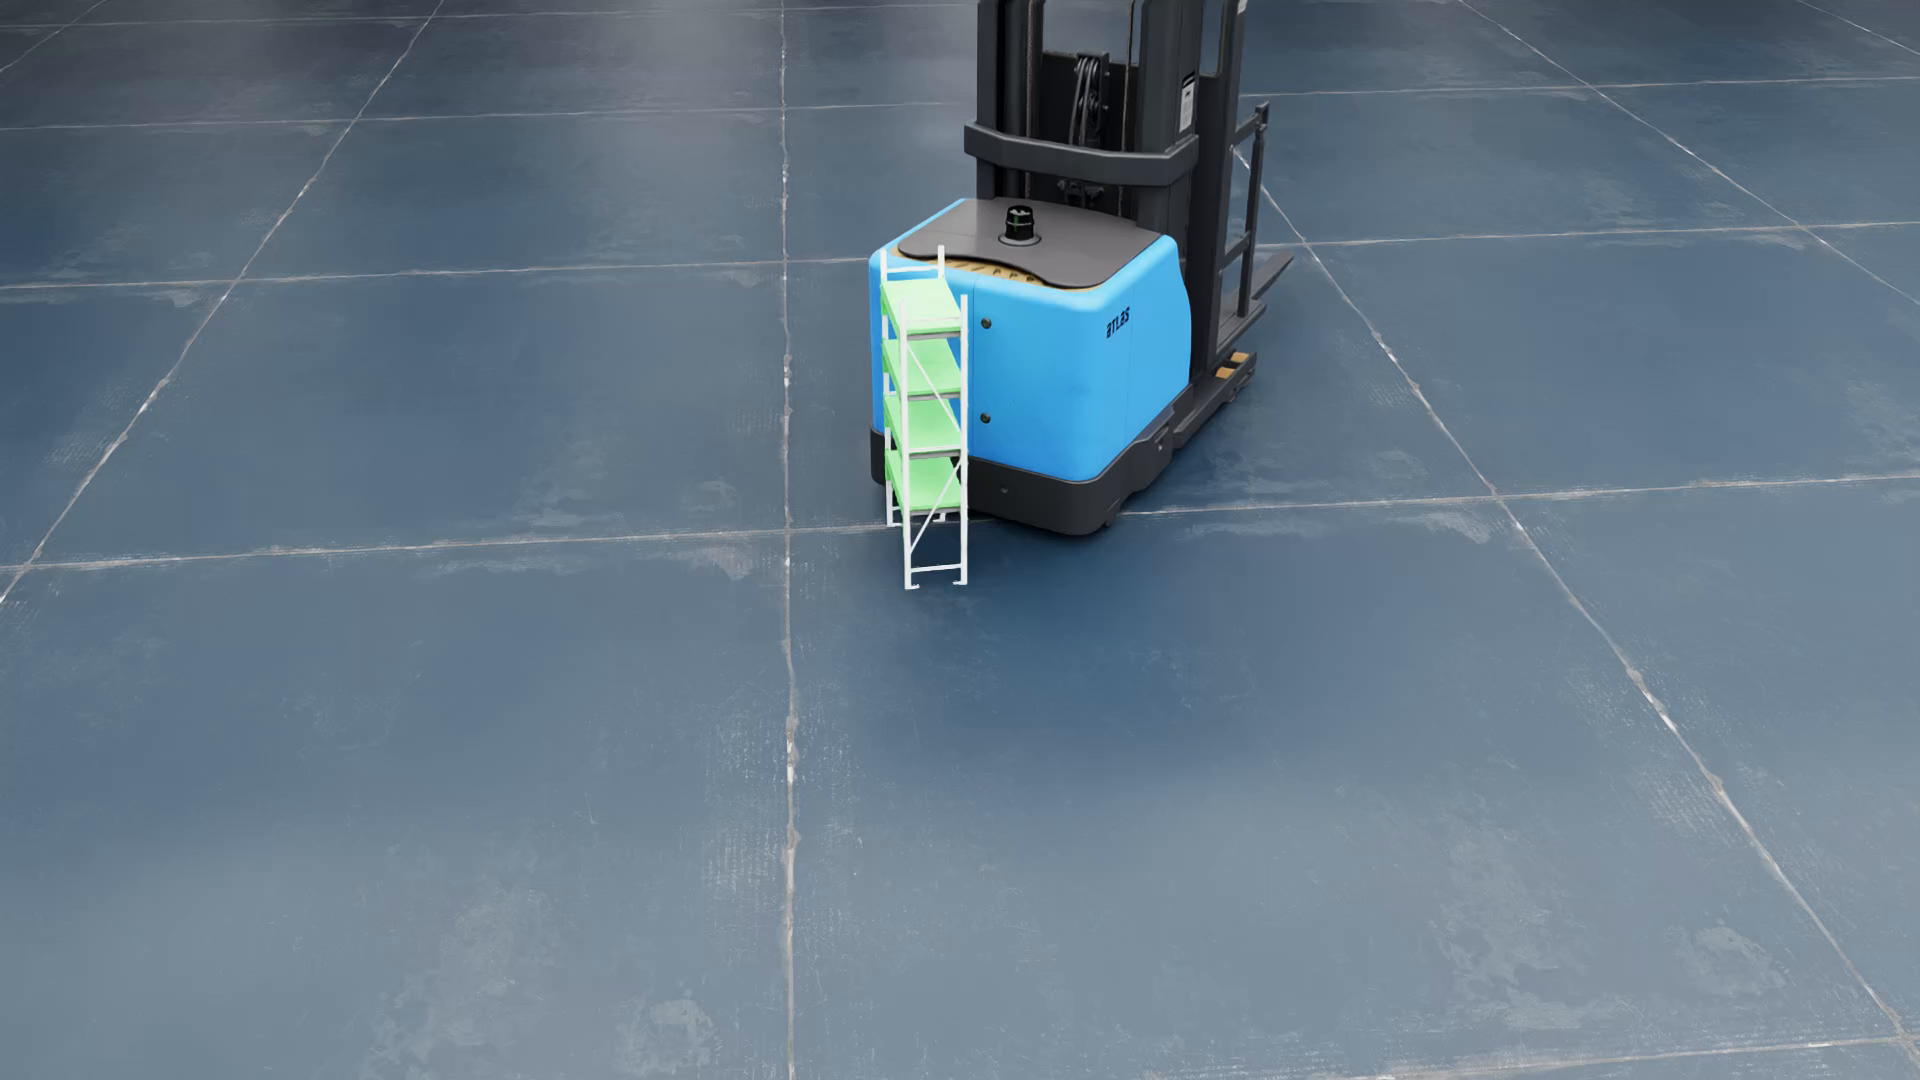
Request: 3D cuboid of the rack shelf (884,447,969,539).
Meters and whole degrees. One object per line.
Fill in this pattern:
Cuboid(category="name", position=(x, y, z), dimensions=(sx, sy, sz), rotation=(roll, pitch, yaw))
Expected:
Cuboid(category="rack shelf", position=(-0.137, -0.198, 6.503), dimensions=(0.258, 0.148, 0.480), rotation=(-5, 31, -9))

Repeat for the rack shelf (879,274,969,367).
Cuboid(category="rack shelf", position=(-0.137, -0.816, 6.134), dimensions=(0.258, 0.148, 0.480), rotation=(-5, 31, -9))

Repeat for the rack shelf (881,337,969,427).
Cuboid(category="rack shelf", position=(-0.137, -0.610, 6.257), dimensions=(0.258, 0.148, 0.480), rotation=(-5, 31, -9))

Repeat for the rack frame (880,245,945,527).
Cuboid(category="rack frame", position=(-0.180, -0.582, 6.554), dimensions=(0.240, 1.200, 0.015), rotation=(-5, 31, -9))

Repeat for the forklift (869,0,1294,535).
Cuboid(category="forklift", position=(0.769, -2.005, 7.249), dimensions=(1.130, 2.935, 3.031), rotation=(16, 34, 24))

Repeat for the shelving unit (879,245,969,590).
Cuboid(category="shelving unit", position=(-0.137, -0.459, 6.348), dimensions=(0.258, 1.200, 0.503), rotation=(-5, 31, -9))

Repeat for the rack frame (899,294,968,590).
Cuboid(category="rack frame", position=(-0.093, -0.335, 6.141), dimensions=(0.240, 1.200, 0.015), rotation=(-5, 31, -9))

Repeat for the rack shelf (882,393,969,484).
Cuboid(category="rack shelf", position=(-0.137, -0.404, 6.380), dimensions=(0.258, 0.148, 0.480), rotation=(-5, 31, -9))
